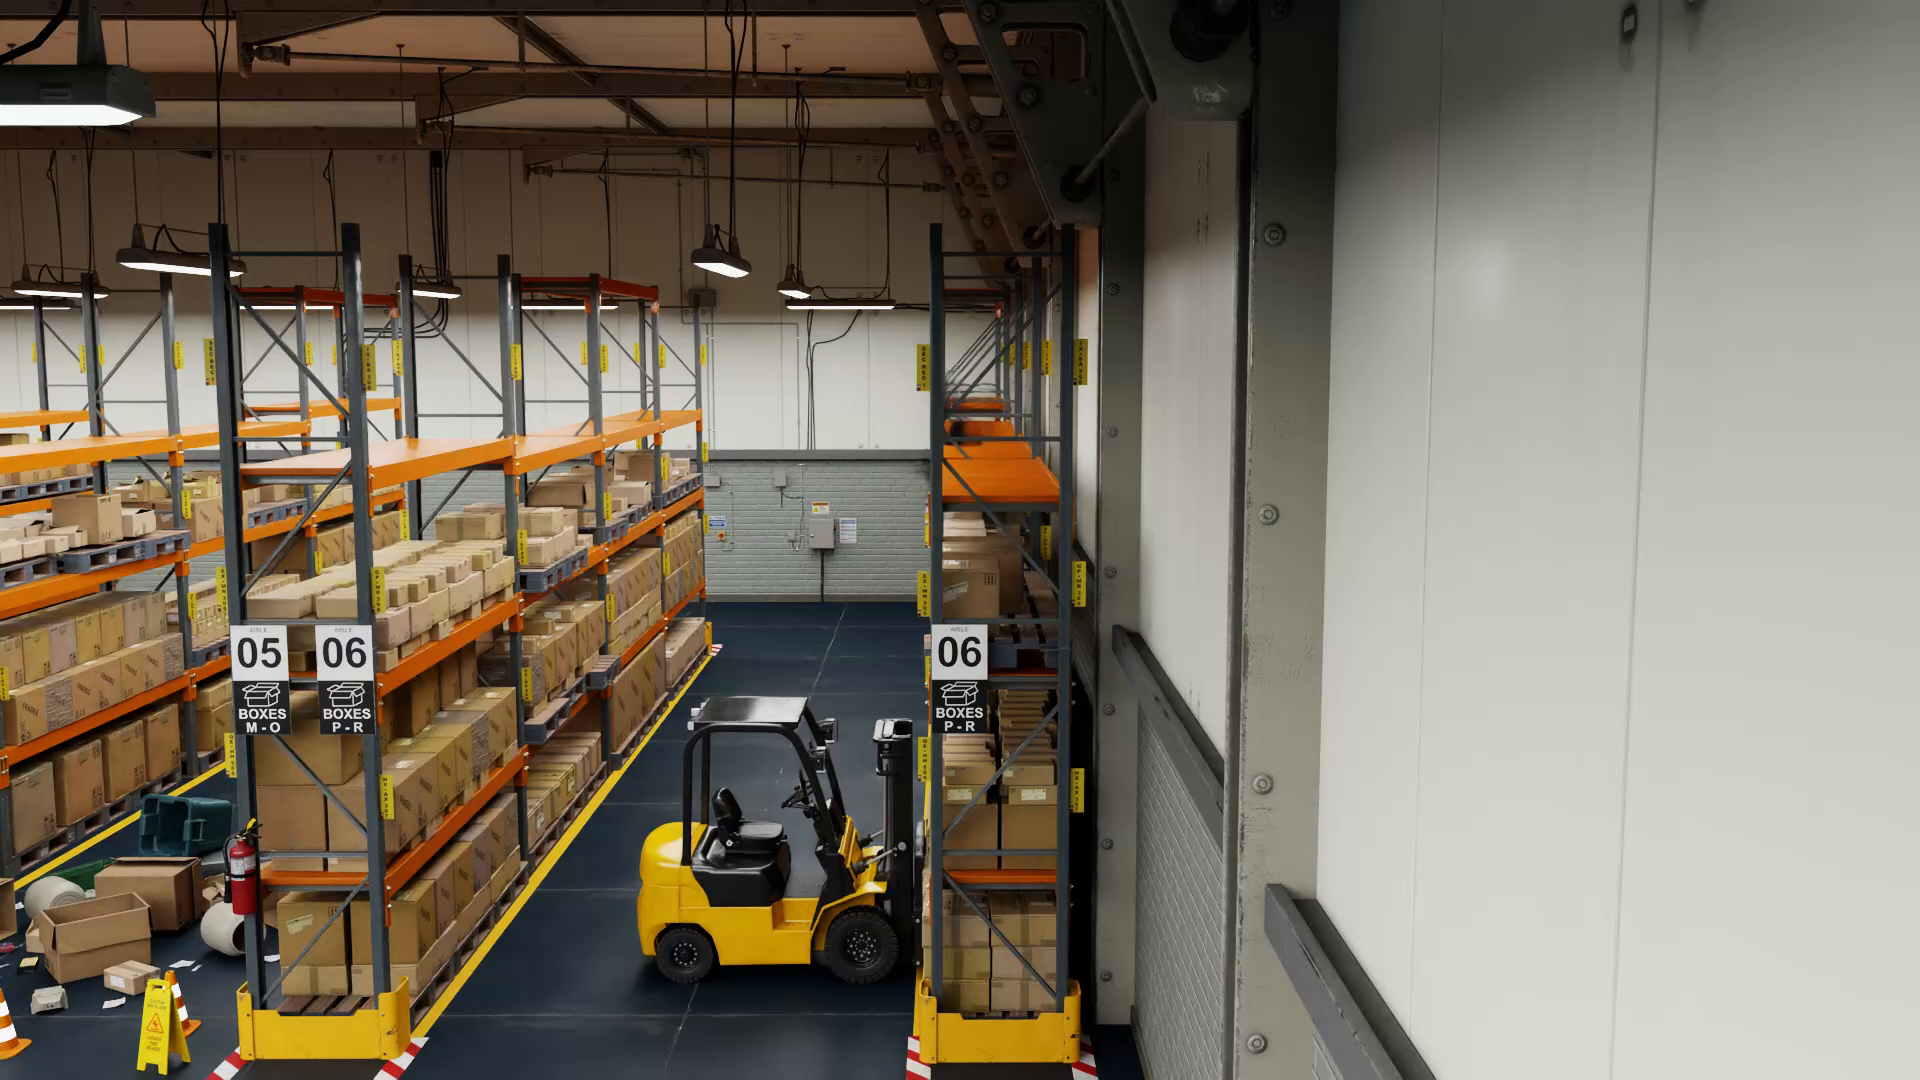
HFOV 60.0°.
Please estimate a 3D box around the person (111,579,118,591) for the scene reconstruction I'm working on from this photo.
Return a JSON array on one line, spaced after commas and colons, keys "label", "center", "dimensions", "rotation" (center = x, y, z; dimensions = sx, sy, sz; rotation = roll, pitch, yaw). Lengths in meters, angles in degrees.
[{"label": "person", "center": [-12.838, 1.403, 25.151], "dimensions": [0.572, 1.738, 0.806], "rotation": [-1, 7, -12]}]
